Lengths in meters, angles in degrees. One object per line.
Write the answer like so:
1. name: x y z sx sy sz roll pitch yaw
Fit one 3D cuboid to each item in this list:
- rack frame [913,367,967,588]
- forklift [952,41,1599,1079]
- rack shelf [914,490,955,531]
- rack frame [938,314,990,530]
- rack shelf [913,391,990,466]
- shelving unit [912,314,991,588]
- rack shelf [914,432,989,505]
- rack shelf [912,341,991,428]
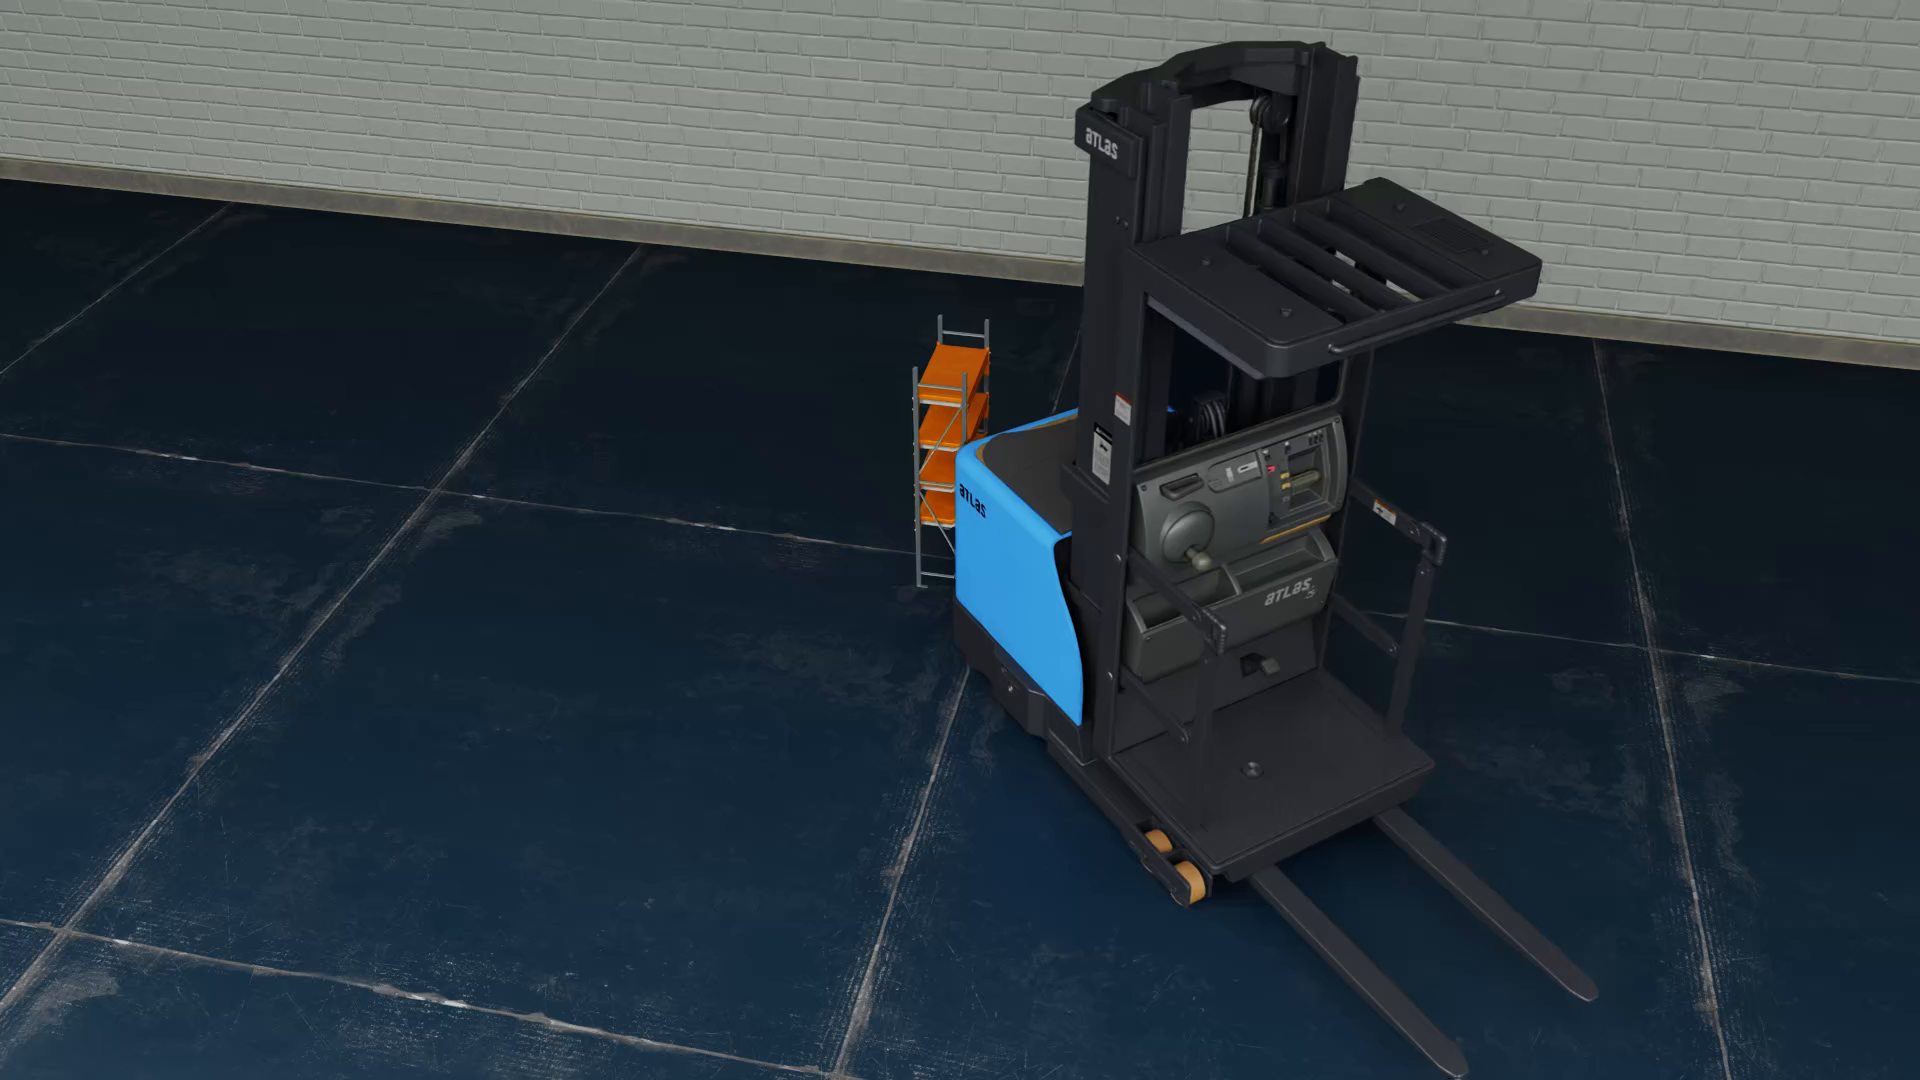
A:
1. rack frame: -0.087 -0.251 7.574 0.240 1.200 0.015 7 37 10
2. forklift: 1.145 -0.109 5.903 1.130 2.935 3.031 -19 40 -24
3. rack shelf: -0.035 -0.176 7.923 0.258 0.148 0.480 7 37 10
4. rack frame: 0.017 -0.531 7.960 0.240 1.200 0.015 7 37 10
5. rack shelf: -0.035 -0.518 7.675 0.258 0.148 0.480 7 37 10
6. shelving unit: -0.035 -0.391 7.767 0.258 1.200 0.503 7 37 10
7. rack shelf: -0.035 -0.336 7.806 0.258 0.148 0.480 7 37 10
8. rack shelf: -0.035 -0.709 7.536 0.258 0.148 0.480 7 37 10
